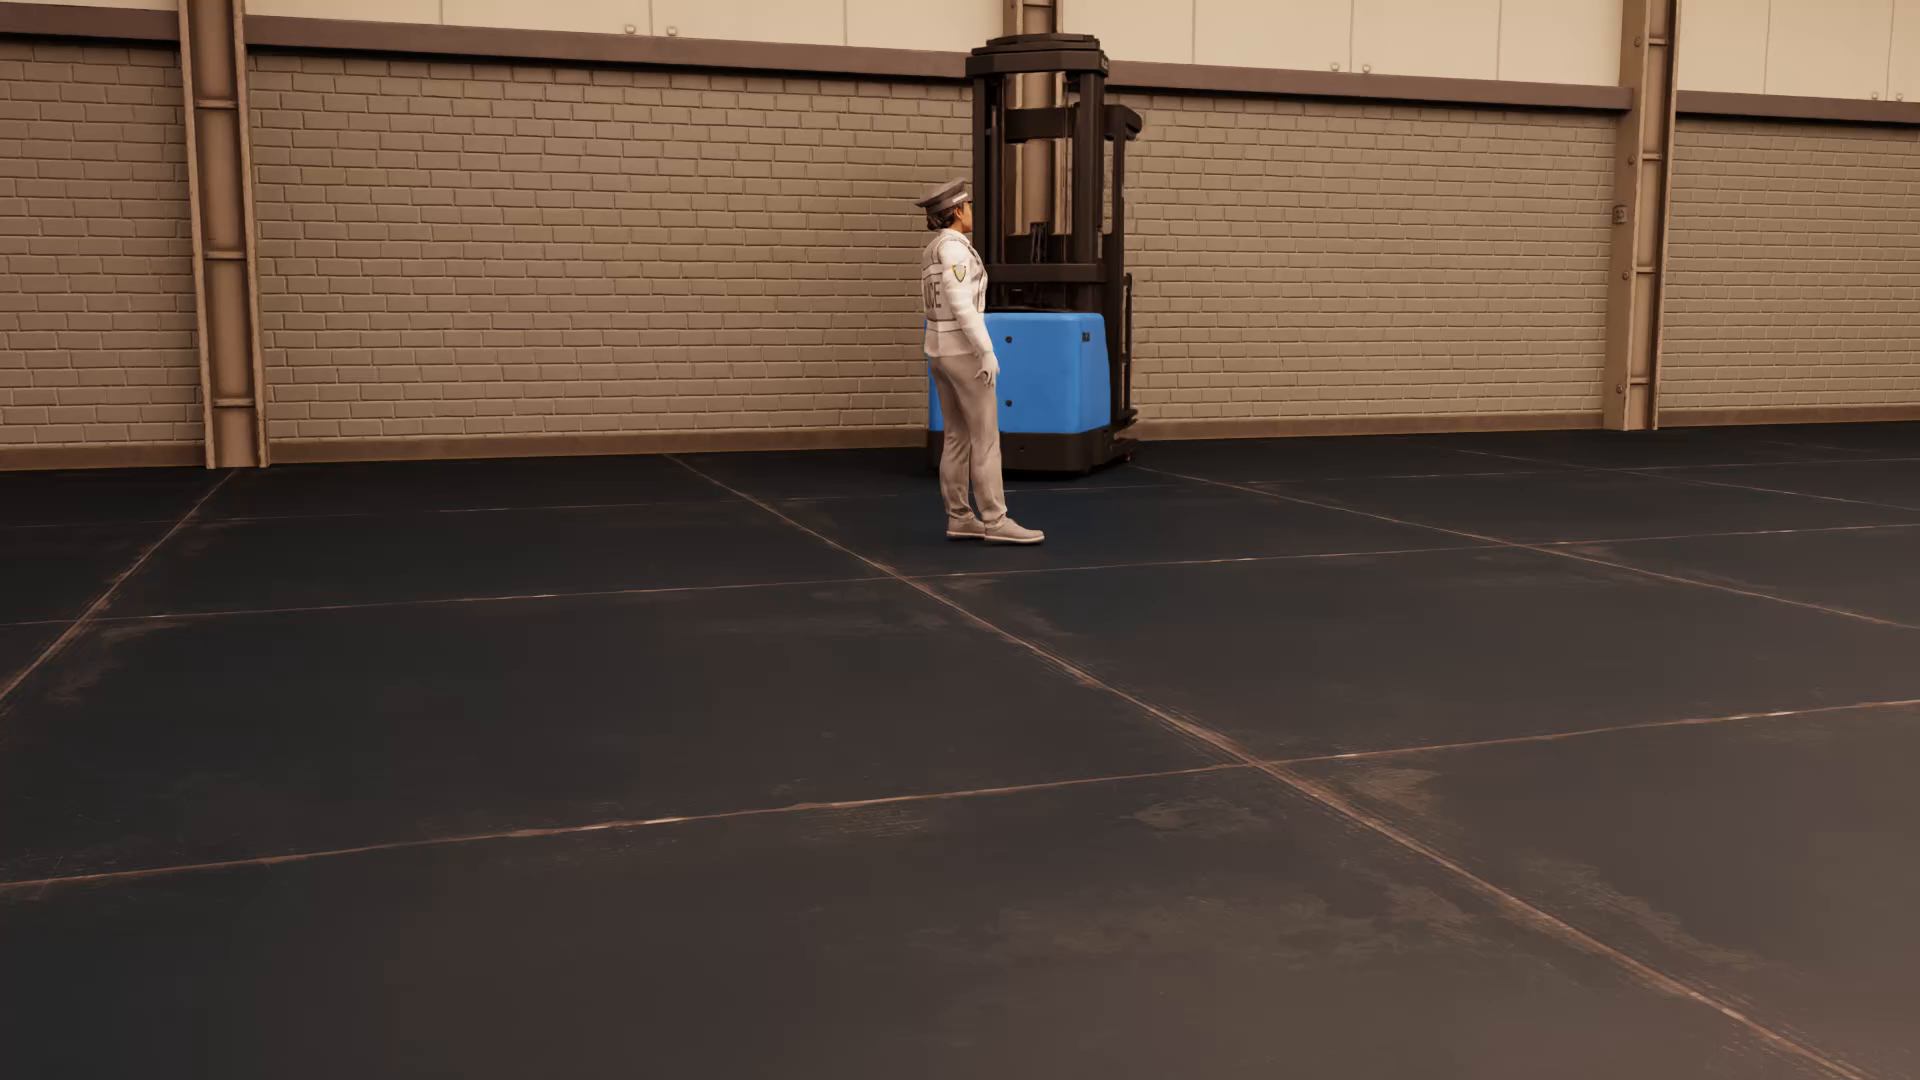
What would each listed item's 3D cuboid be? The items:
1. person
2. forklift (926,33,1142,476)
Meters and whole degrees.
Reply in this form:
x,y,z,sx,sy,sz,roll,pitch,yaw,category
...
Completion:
x,y,z,sx,sy,sz,roll,pitch,yaw,category
0.068,-0.849,7.824,0.530,1.694,0.586,-3,8,-18,person
0.683,-2.032,11.992,1.130,2.935,3.031,2,8,16,forklift
